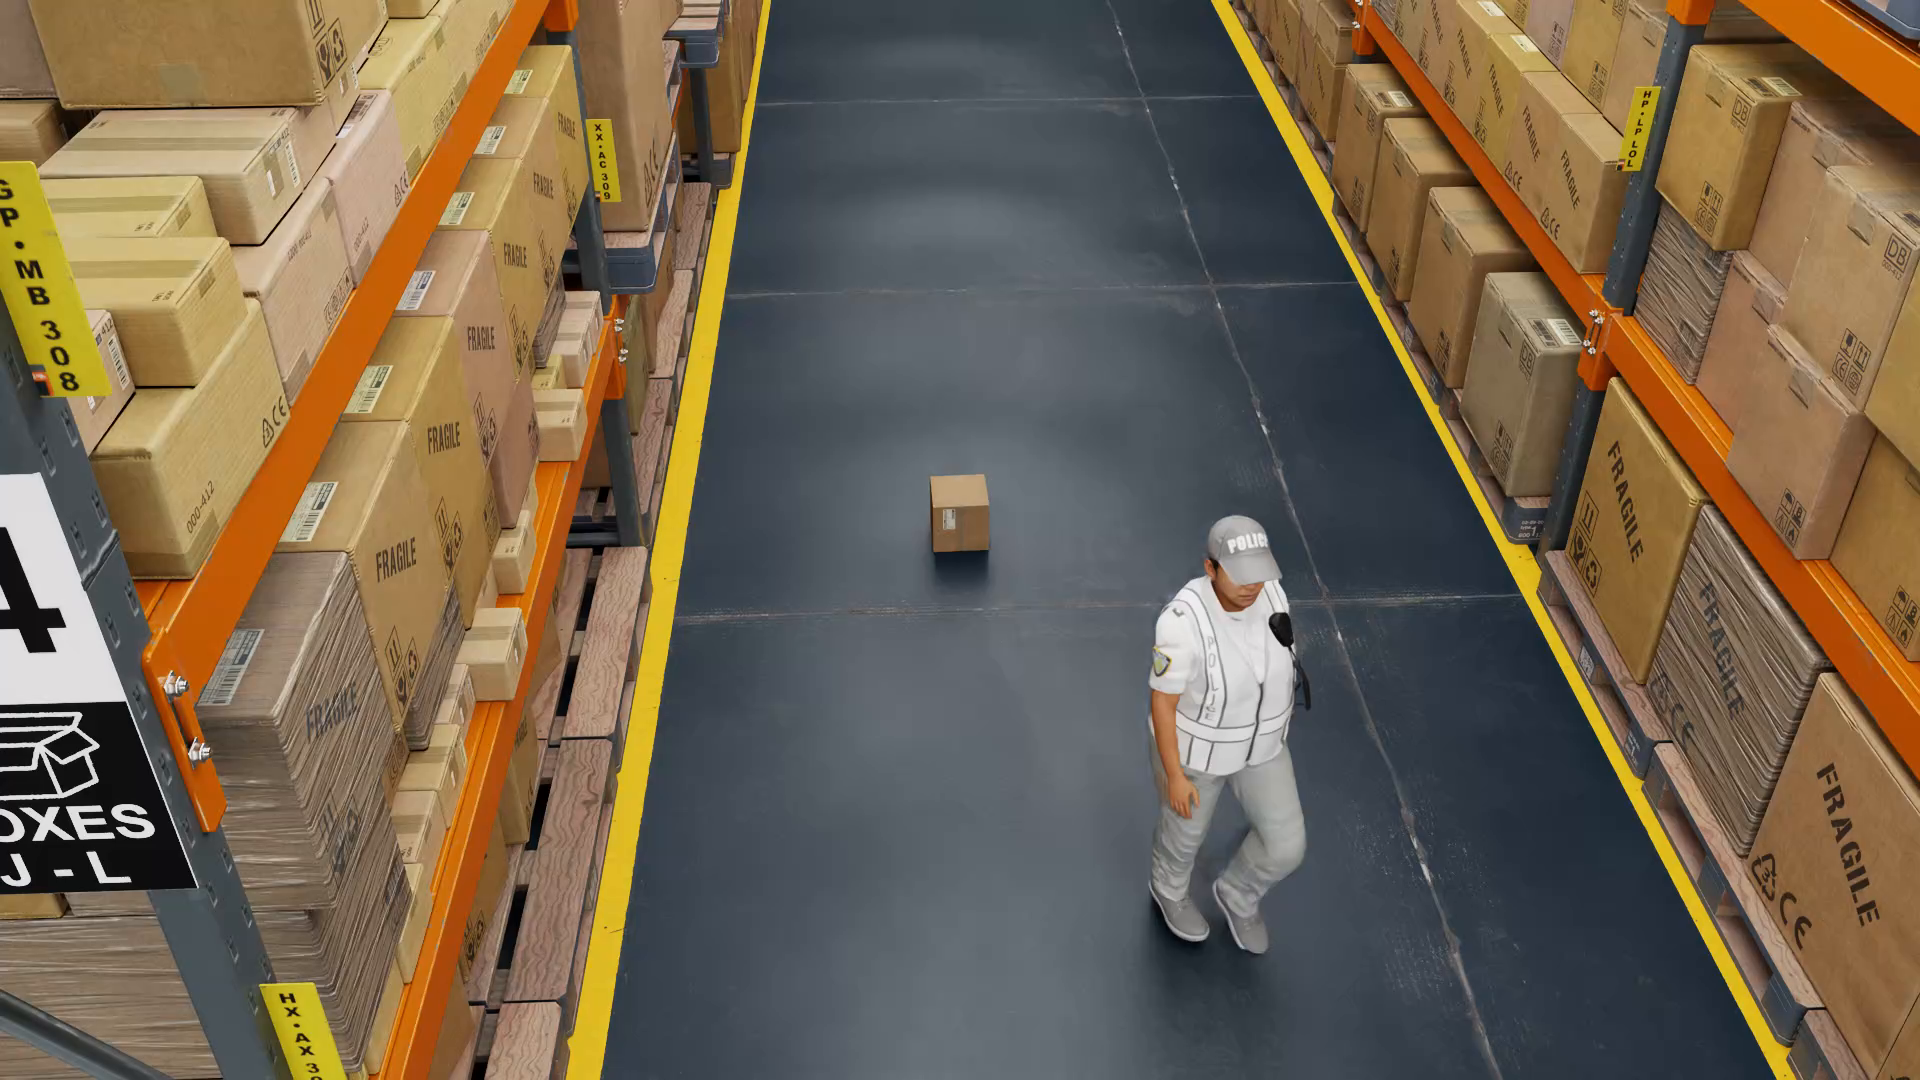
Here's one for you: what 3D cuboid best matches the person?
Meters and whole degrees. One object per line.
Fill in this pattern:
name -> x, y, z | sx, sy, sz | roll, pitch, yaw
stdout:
person -> 0.824, 0.678, 5.203 | 0.512, 1.723, 0.492 | -14, 38, -19
